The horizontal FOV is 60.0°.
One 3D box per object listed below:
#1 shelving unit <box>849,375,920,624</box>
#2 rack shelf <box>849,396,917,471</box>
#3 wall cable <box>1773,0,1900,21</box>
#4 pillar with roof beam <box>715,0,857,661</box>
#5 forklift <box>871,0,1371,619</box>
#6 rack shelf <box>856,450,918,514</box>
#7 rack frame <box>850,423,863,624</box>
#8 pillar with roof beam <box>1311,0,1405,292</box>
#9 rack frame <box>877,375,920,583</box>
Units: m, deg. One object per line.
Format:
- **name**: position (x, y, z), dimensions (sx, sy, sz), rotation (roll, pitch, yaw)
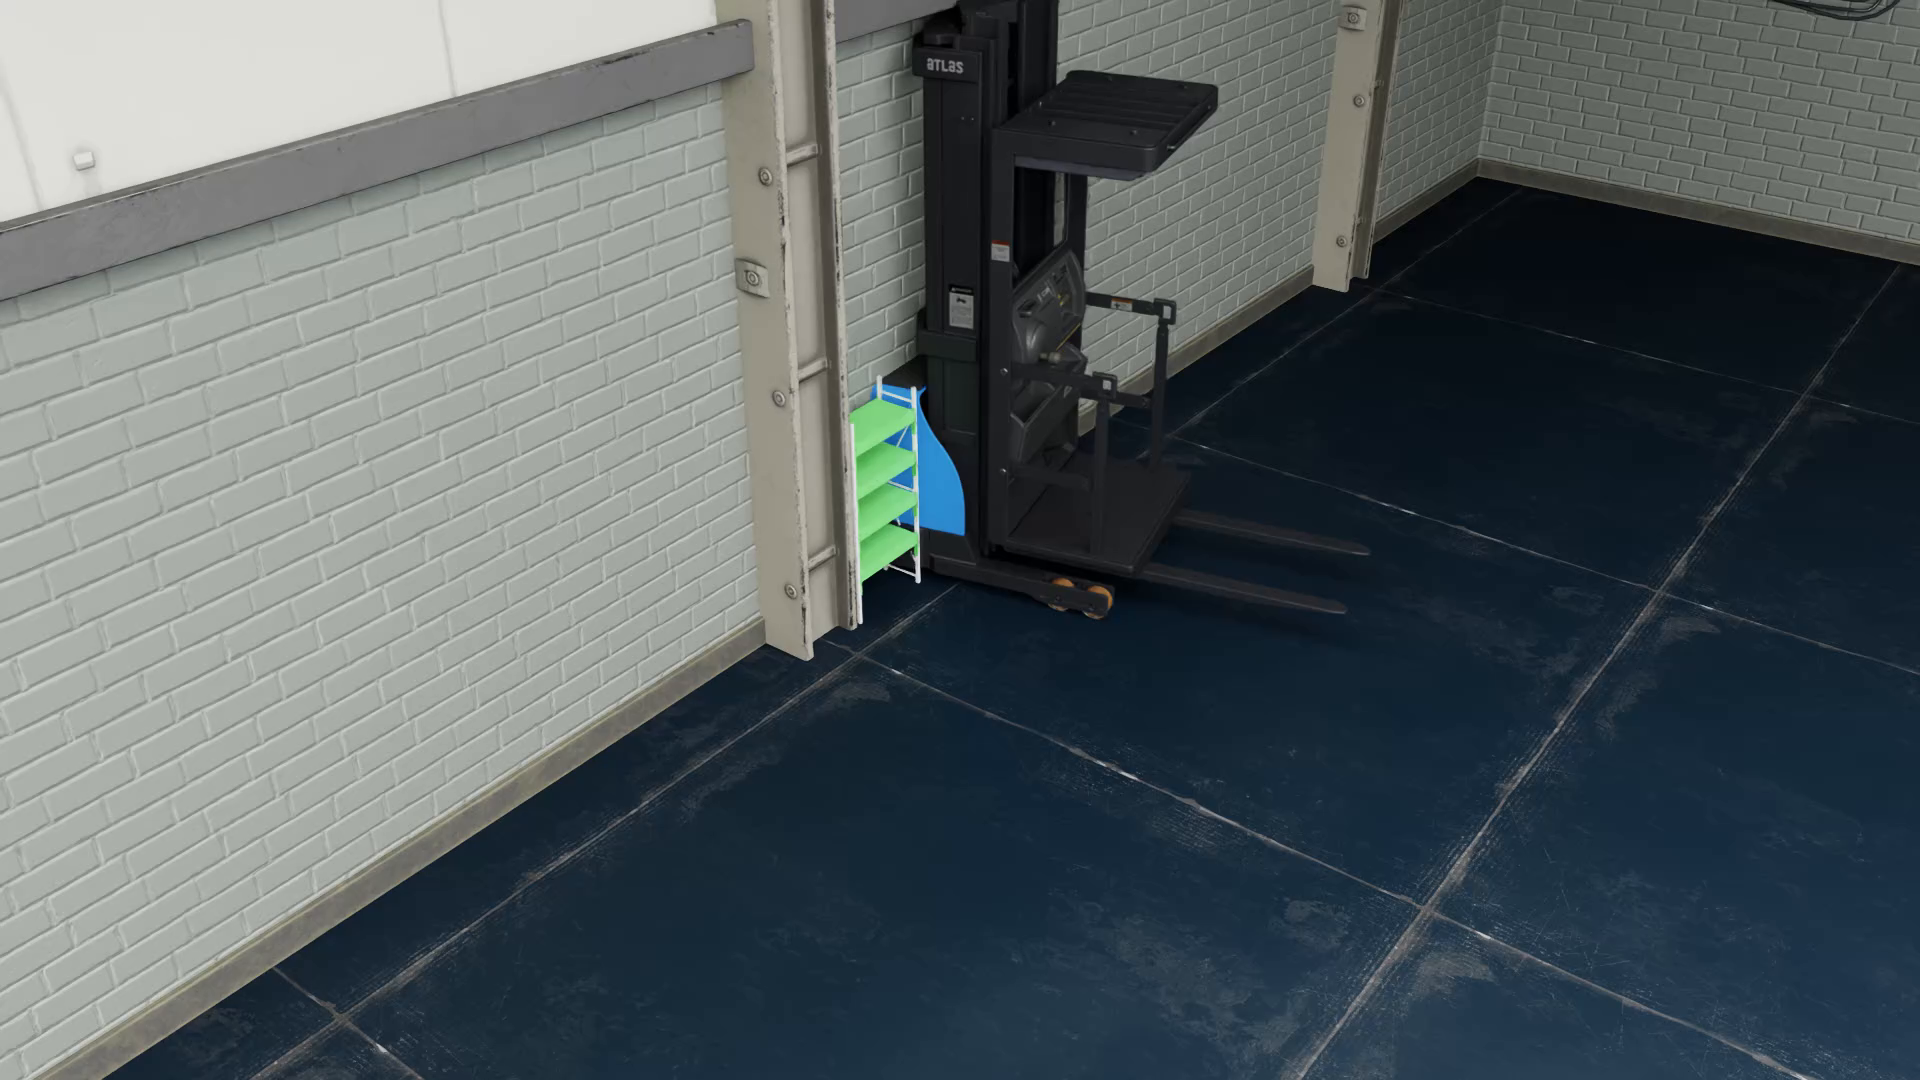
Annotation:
- **shelving unit**: position (-0.460, -0.178, 8.472), dimensions (0.258, 1.200, 0.503), rotation (21, 37, 31)
- **rack shelf**: position (-0.463, -0.534, 8.256), dimensions (0.258, 0.148, 0.480), rotation (21, 37, 31)
- **wall cable**: position (5.692, -5.292, 12.398), dimensions (3.097, 2.526, 0.112), rotation (21, 37, 31)
- **pillar with roof beam**: position (2.670, -2.073, 3.922), dimensions (9.100, 9.000, 0.400), rotation (21, 37, 31)
- **forklift**: position (0.636, -1.165, 8.340), dimensions (3.031, 2.935, 1.130), rotation (12, 33, 20)
- **rack shelf**: position (-0.461, -0.329, 8.381), dimensions (0.258, 0.148, 0.480), rotation (21, 37, 31)
- **rack frame**: position (-0.604, -0.075, 8.304), dimensions (0.240, 1.200, 0.015), rotation (21, 37, 31)
- **pillar with roof beam**: position (6.292, -4.512, 8.037), dimensions (9.100, 9.000, 0.400), rotation (21, 37, 31)
- **rack frame**: position (-0.316, -0.281, 8.640), dimensions (0.240, 1.200, 0.015), rotation (21, 37, 31)
